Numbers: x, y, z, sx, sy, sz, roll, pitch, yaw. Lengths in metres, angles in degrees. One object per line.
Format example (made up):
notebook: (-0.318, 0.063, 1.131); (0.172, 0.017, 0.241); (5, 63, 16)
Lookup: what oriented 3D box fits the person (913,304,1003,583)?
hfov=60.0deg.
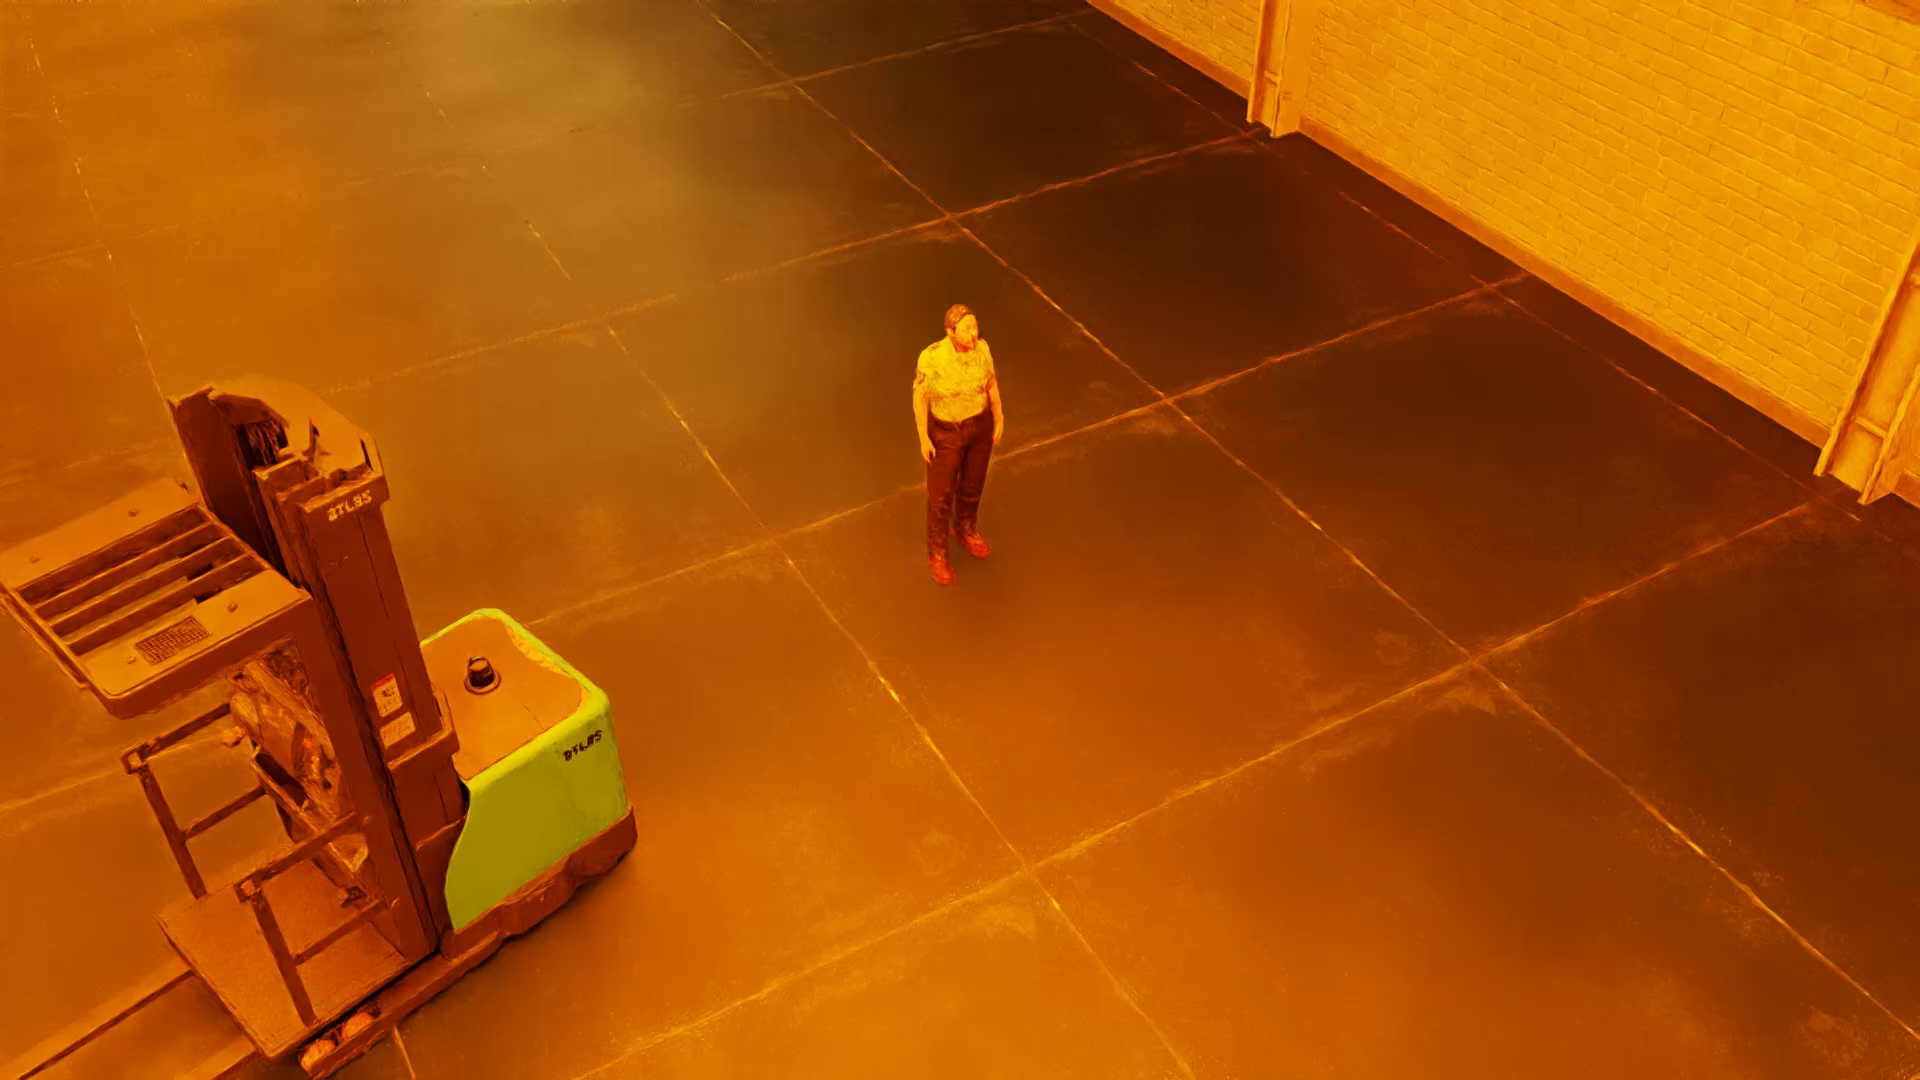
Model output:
person: (0.026, -0.583, 9.733); (0.599, 1.650, 0.502); (-20, 44, -23)

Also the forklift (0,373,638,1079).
forklift: (-3.010, 0.900, 6.951); (1.130, 2.935, 3.031); (31, 49, 32)
